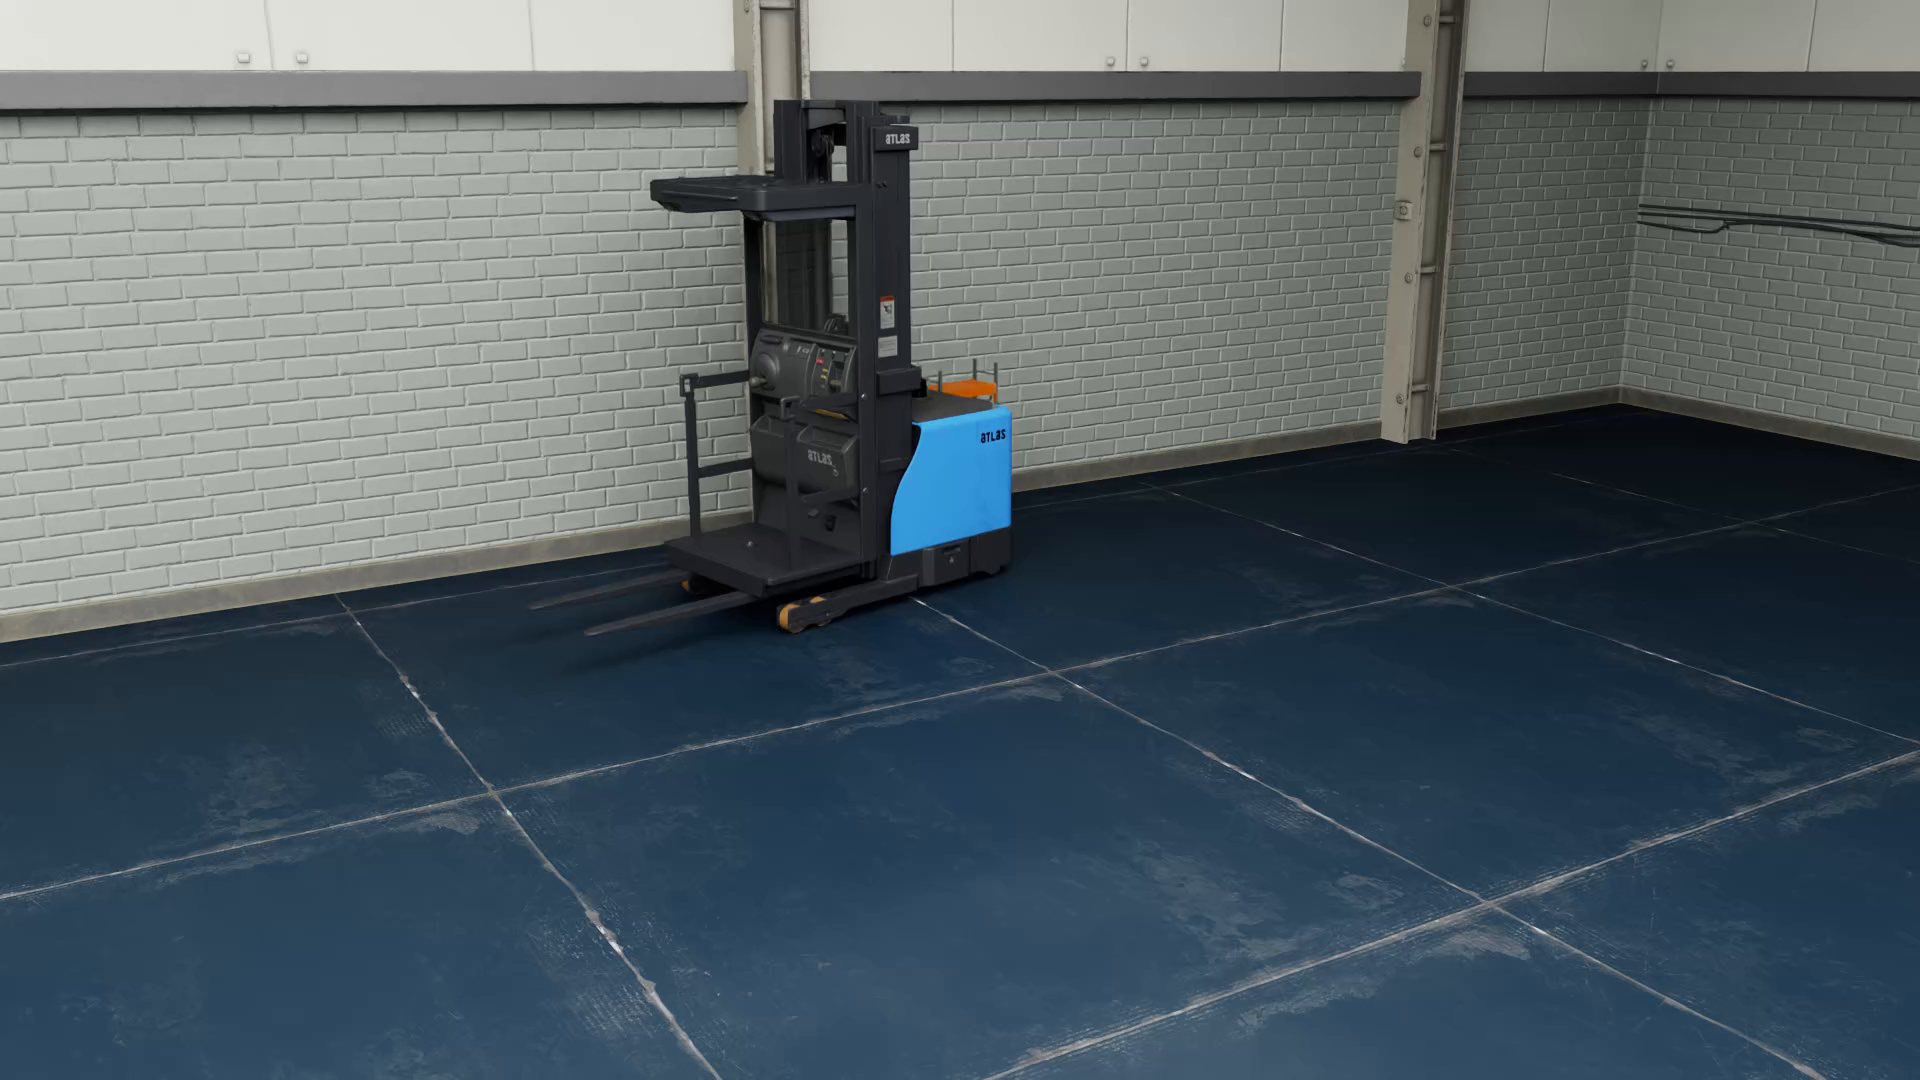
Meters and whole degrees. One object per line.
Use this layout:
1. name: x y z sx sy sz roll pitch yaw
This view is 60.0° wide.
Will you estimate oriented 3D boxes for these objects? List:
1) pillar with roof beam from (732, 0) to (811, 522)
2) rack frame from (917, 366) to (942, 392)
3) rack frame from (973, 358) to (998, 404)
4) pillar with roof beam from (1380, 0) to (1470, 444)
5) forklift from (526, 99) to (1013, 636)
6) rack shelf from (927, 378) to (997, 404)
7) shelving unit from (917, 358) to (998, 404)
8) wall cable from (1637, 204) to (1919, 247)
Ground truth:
1. pillar with roof beam: 1.000 -3.398 6.858 0.400 9.000 9.100 -9 18 -30
2. rack frame: -0.202 -0.560 11.183 0.015 1.200 0.240 -13 20 -38
3. rack frame: 0.172 -0.644 11.486 0.015 1.200 0.240 -13 20 -38
4. pillar with roof beam: 6.143 -4.232 9.834 0.400 9.000 9.100 -9 18 -30
5. forklift: -1.083 -1.037 9.680 3.031 2.935 1.130 -14 21 -41
6. rack shelf: -0.015 -0.980 11.228 0.480 0.148 0.258 -13 20 -38
7. shelving unit: -0.015 -0.602 11.335 0.503 1.200 0.258 -13 20 -38
8. wall cable: 7.132 -3.836 14.175 0.112 2.526 3.097 -9 18 -30
